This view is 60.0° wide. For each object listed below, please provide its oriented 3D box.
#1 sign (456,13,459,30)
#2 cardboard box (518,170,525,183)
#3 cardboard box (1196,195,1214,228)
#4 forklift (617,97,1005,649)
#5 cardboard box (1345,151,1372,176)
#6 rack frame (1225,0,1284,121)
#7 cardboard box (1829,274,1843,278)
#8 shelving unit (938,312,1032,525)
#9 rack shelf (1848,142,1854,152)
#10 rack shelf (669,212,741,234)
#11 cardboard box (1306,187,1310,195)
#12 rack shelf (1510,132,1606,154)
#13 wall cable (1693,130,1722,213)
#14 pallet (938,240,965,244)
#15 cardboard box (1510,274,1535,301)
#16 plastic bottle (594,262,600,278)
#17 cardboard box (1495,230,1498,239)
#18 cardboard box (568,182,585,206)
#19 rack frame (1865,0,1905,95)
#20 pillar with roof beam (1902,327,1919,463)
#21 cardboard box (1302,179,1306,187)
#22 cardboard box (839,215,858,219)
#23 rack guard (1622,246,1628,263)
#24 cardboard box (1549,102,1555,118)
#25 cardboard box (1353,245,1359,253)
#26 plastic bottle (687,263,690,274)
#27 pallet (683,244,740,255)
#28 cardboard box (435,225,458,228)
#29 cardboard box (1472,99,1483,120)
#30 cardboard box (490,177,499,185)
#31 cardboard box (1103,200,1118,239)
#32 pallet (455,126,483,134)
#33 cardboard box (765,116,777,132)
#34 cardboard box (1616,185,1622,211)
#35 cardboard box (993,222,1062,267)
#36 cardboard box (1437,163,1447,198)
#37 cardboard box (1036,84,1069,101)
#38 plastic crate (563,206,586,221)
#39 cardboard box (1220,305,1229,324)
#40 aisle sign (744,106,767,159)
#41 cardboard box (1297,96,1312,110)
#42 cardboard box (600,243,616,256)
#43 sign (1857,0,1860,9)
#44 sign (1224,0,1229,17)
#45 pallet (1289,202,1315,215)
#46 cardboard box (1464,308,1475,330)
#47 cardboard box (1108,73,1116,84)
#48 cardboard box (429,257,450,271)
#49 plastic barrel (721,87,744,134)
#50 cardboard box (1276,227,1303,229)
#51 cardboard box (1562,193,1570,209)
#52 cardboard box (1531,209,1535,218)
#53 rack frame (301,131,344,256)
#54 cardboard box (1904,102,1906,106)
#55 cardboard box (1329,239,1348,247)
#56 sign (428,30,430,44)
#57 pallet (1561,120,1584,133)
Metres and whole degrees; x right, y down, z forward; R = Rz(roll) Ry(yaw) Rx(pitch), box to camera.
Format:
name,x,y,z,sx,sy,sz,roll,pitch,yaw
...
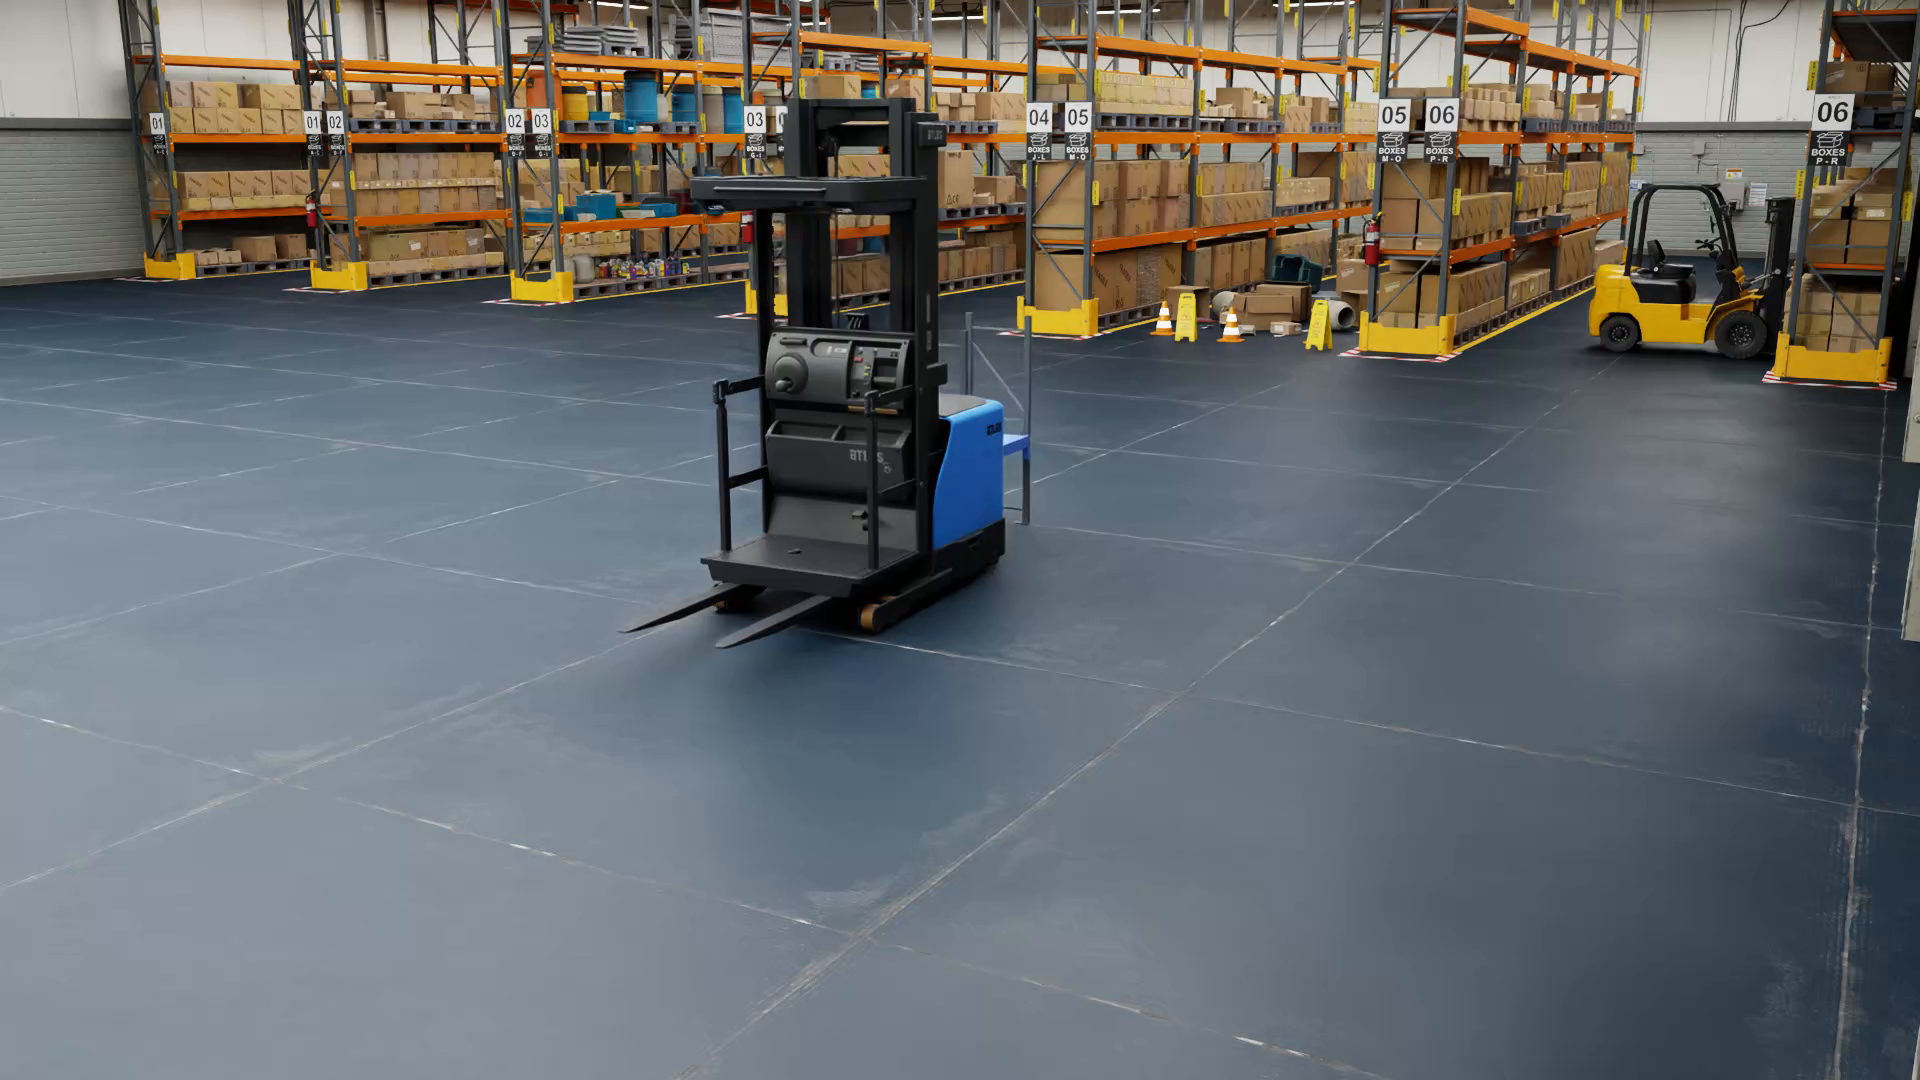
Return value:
name,x,y,z,sx,sy,sz,roll,pitch,yaw
sign,-10.100,-10.447,33.504,0.100,0.325,0.005,7,15,28
cardboard box,-11.063,-8.842,40.917,0.500,0.500,0.500,7,15,28
cardboard box,3.833,-5.399,27.315,0.500,0.500,0.500,8,15,29
forklift,-0.811,-1.021,9.514,1.130,2.935,3.031,7,15,26
cardboard box,8.400,-7.972,35.218,0.500,0.500,0.500,7,15,26
rack frame,5.277,-9.010,29.706,1.000,3.000,0.127,7,15,28
cardboard box,11.564,-3.461,22.327,0.500,0.250,0.500,7,15,27
shelving unit,0.047,-0.762,11.496,0.538,1.500,1.048,7,15,26
rack shelf,16.907,-7.331,30.678,1.077,0.370,4.000,7,15,28
rack shelf,-4.318,-6.477,33.536,1.077,0.370,4.000,7,15,28
cardboard box,6.557,-6.766,32.204,0.380,0.149,0.250,7,15,28
rack shelf,10.626,-7.072,29.604,1.077,0.370,4.000,7,15,28
wall cable,17.479,-8.690,39.011,0.588,1.984,0.122,7,15,28
pallet,0.083,-7.358,41.605,1.003,0.211,1.213,7,15,28
cardboard box,8.656,-4.058,26.677,0.950,0.372,0.625,8,16,30
plastic bottle,-6.674,-4.942,30.490,0.061,0.283,0.133,8,16,29
cardboard box,7.528,-4.414,23.977,0.380,0.149,0.250,7,15,28
cardboard box,-8.483,-7.502,36.038,0.500,0.500,0.500,6,15,25
rack frame,17.874,-9.550,31.944,1.000,3.000,0.127,7,15,28
pillar with roof beam,4.595,-5.565,15.414,9.100,9.000,0.400,7,15,28
cardboard box,6.428,-6.858,31.952,0.380,0.149,0.250,7,15,27
cardboard box,-2.177,-5.552,27.314,0.875,0.500,0.500,7,15,28
rack guard,13.538,-5.985,35.290,1.175,0.500,0.348,7,15,28
cardboard box,8.827,-6.607,25.561,0.500,0.250,0.500,7,15,27
cardboard box,8.260,-6.185,35.340,0.380,0.149,0.250,7,15,28
plastic bottle,-5.188,-5.161,31.571,0.097,0.201,0.097,0,14,0
pallet,-6.112,-7.093,40.506,1.003,0.211,1.213,7,15,28
cardboard box,-12.326,-7.205,39.414,0.700,0.500,0.500,8,16,29
cardboard box,6.520,-5.617,21.719,0.500,0.250,0.500,7,15,27
cardboard box,-9.563,-7.263,33.661,0.380,0.149,0.250,7,15,28
cardboard box,1.796,-4.722,24.399,0.875,0.550,0.550,7,15,28
pallet,-11.759,-9.864,40.053,1.213,0.211,1.003,8,16,31
cardboard box,-2.872,-6.548,26.214,0.500,0.250,0.500,8,16,29
cardboard box,13.029,-6.907,33.568,0.500,0.500,0.500,8,16,30
cardboard box,1.336,-5.987,33.603,1.225,0.875,0.875,7,15,25
cardboard box,6.099,-4.824,22.162,0.700,0.500,0.500,8,15,29
cardboard box,1.402,-6.367,23.719,0.500,0.250,0.500,8,16,29
plastic crate,-6.920,-5.793,29.480,0.499,0.251,0.408,7,15,28
cardboard box,4.125,-3.382,24.997,0.396,0.266,0.258,11,17,38
aisle sign,-3.176,-6.320,25.802,0.394,0.787,0.004,7,15,28
cardboard box,6.349,-8.325,32.147,0.797,0.503,0.637,7,15,27
cardboard box,-7.973,-6.425,36.755,0.500,0.250,0.500,7,15,27
sign,15.474,-9.287,28.692,0.100,0.325,0.005,7,15,28
sign,4.798,-9.562,29.834,0.100,0.325,0.005,7,15,28
pallet,6.198,-6.411,32.136,1.003,0.211,1.213,7,15,28
cardboard box,6.677,-3.018,22.621,0.500,0.250,0.500,8,16,30
cardboard box,1.972,-6.512,23.472,0.380,0.149,0.250,7,15,28
cardboard box,-10.373,-5.418,32.577,0.500,0.250,0.500,7,15,28
plastic barrel,-4.597,-8.516,32.987,0.600,0.901,0.708,7,15,28
cardboard box,6.622,-6.146,33.464,0.500,0.250,0.500,7,15,26
cardboard box,10.121,-5.800,28.443,0.500,0.250,0.500,7,15,28
cardboard box,8.750,-5.108,25.961,0.380,0.149,0.250,8,15,28
rack frame,-13.958,-7.539,36.406,1.000,3.000,0.127,7,15,28
cardboard box,13.401,-6.227,23.954,0.380,0.166,0.250,7,15,28
cardboard box,7.929,-6.232,34.902,0.380,0.149,0.250,7,15,27
sign,-12.512,-11.870,39.236,0.100,0.325,0.005,7,15,28
pallet,9.924,-7.058,28.412,1.213,0.211,1.003,8,16,31
